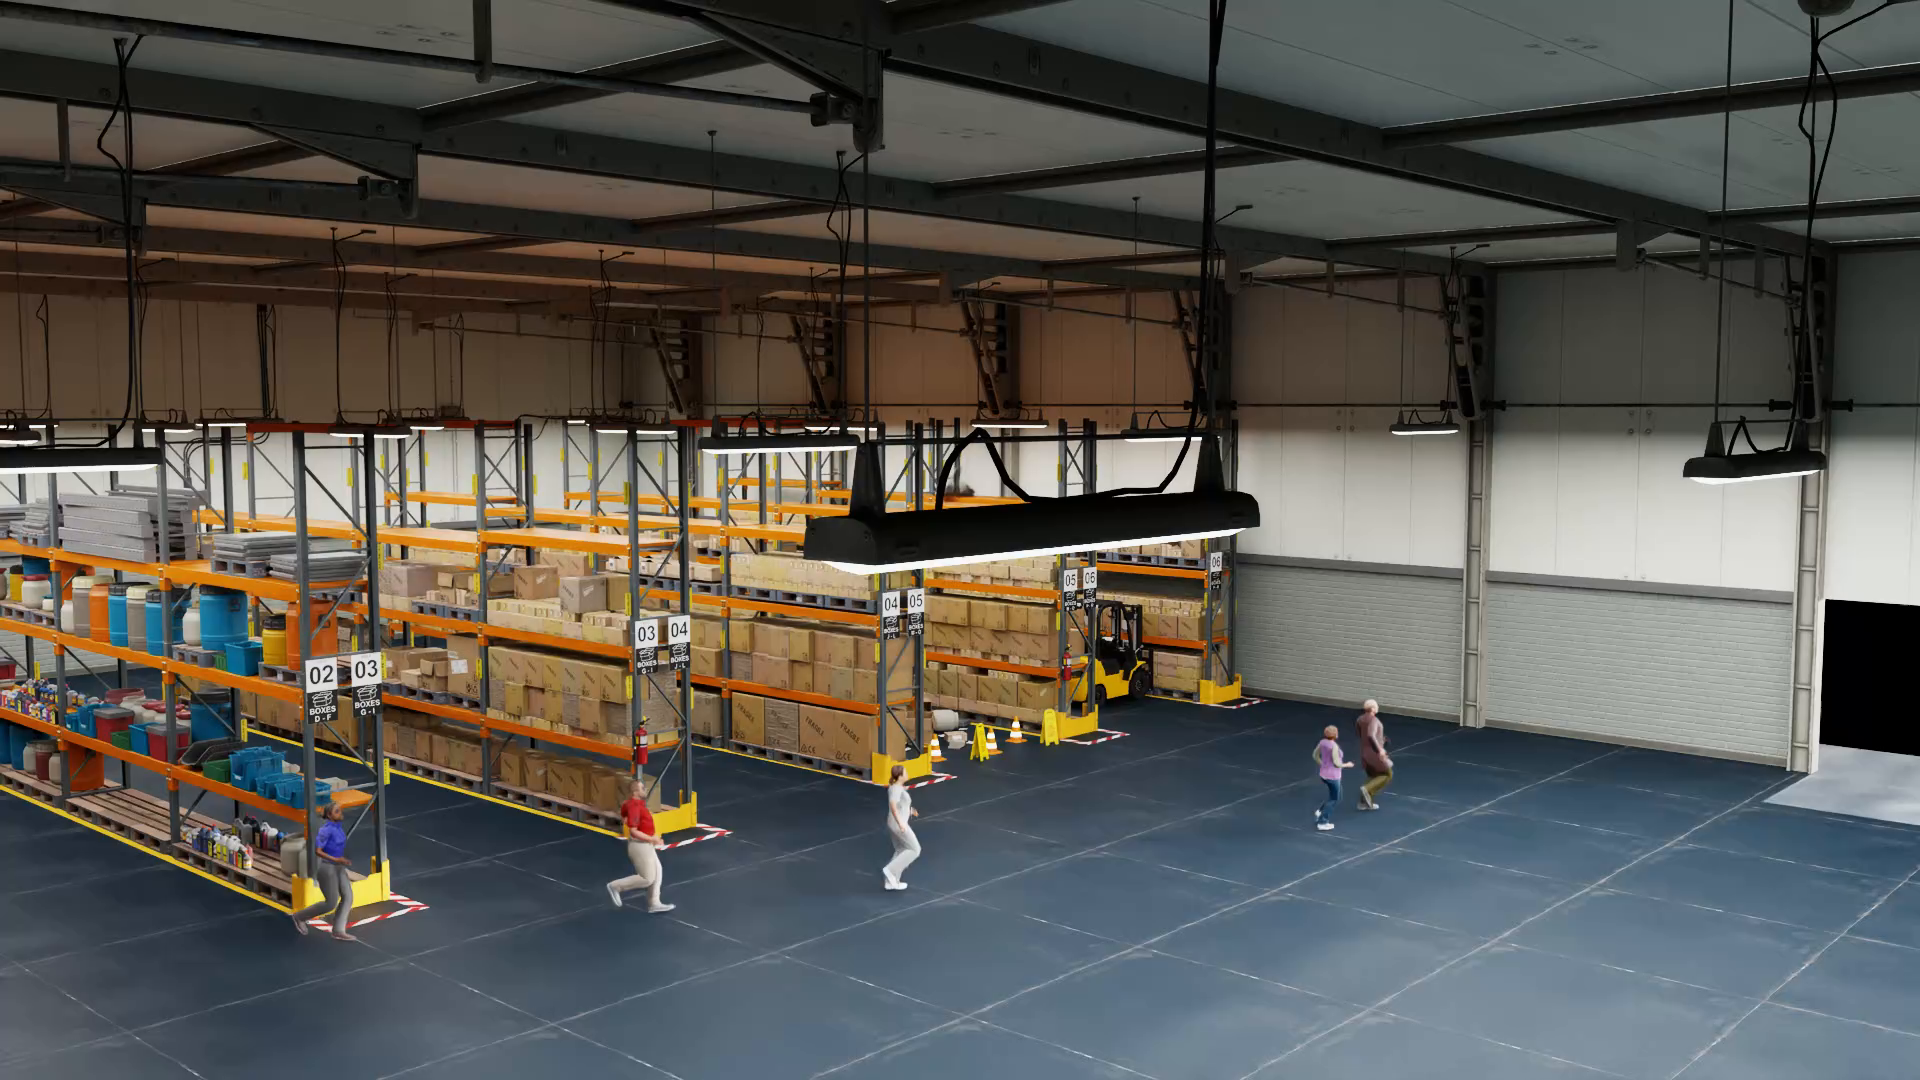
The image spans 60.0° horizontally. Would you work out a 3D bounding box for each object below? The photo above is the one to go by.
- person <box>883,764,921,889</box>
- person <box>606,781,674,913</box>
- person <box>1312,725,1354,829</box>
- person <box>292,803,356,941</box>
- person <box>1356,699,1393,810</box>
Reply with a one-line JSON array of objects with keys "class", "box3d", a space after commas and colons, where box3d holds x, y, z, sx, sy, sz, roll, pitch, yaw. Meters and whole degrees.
[{"class": "person", "box3d": [-0.774, 3.739, 21.726, 0.549, 1.638, 0.576, -2, 5, -18]}, {"class": "person", "box3d": [-3.976, 3.813, 20.629, 0.835, 1.683, 0.677, -1, 5, -15]}, {"class": "person", "box3d": [5.567, 3.522, 24.755, 0.545, 1.558, 0.518, -1, 5, -15]}, {"class": "person", "box3d": [-7.501, 3.923, 19.699, 0.720, 1.634, 0.595, 0, 5, 1]}, {"class": "person", "box3d": [6.467, 3.343, 25.923, 0.623, 1.735, 0.701, -1, 5, -17]}]
